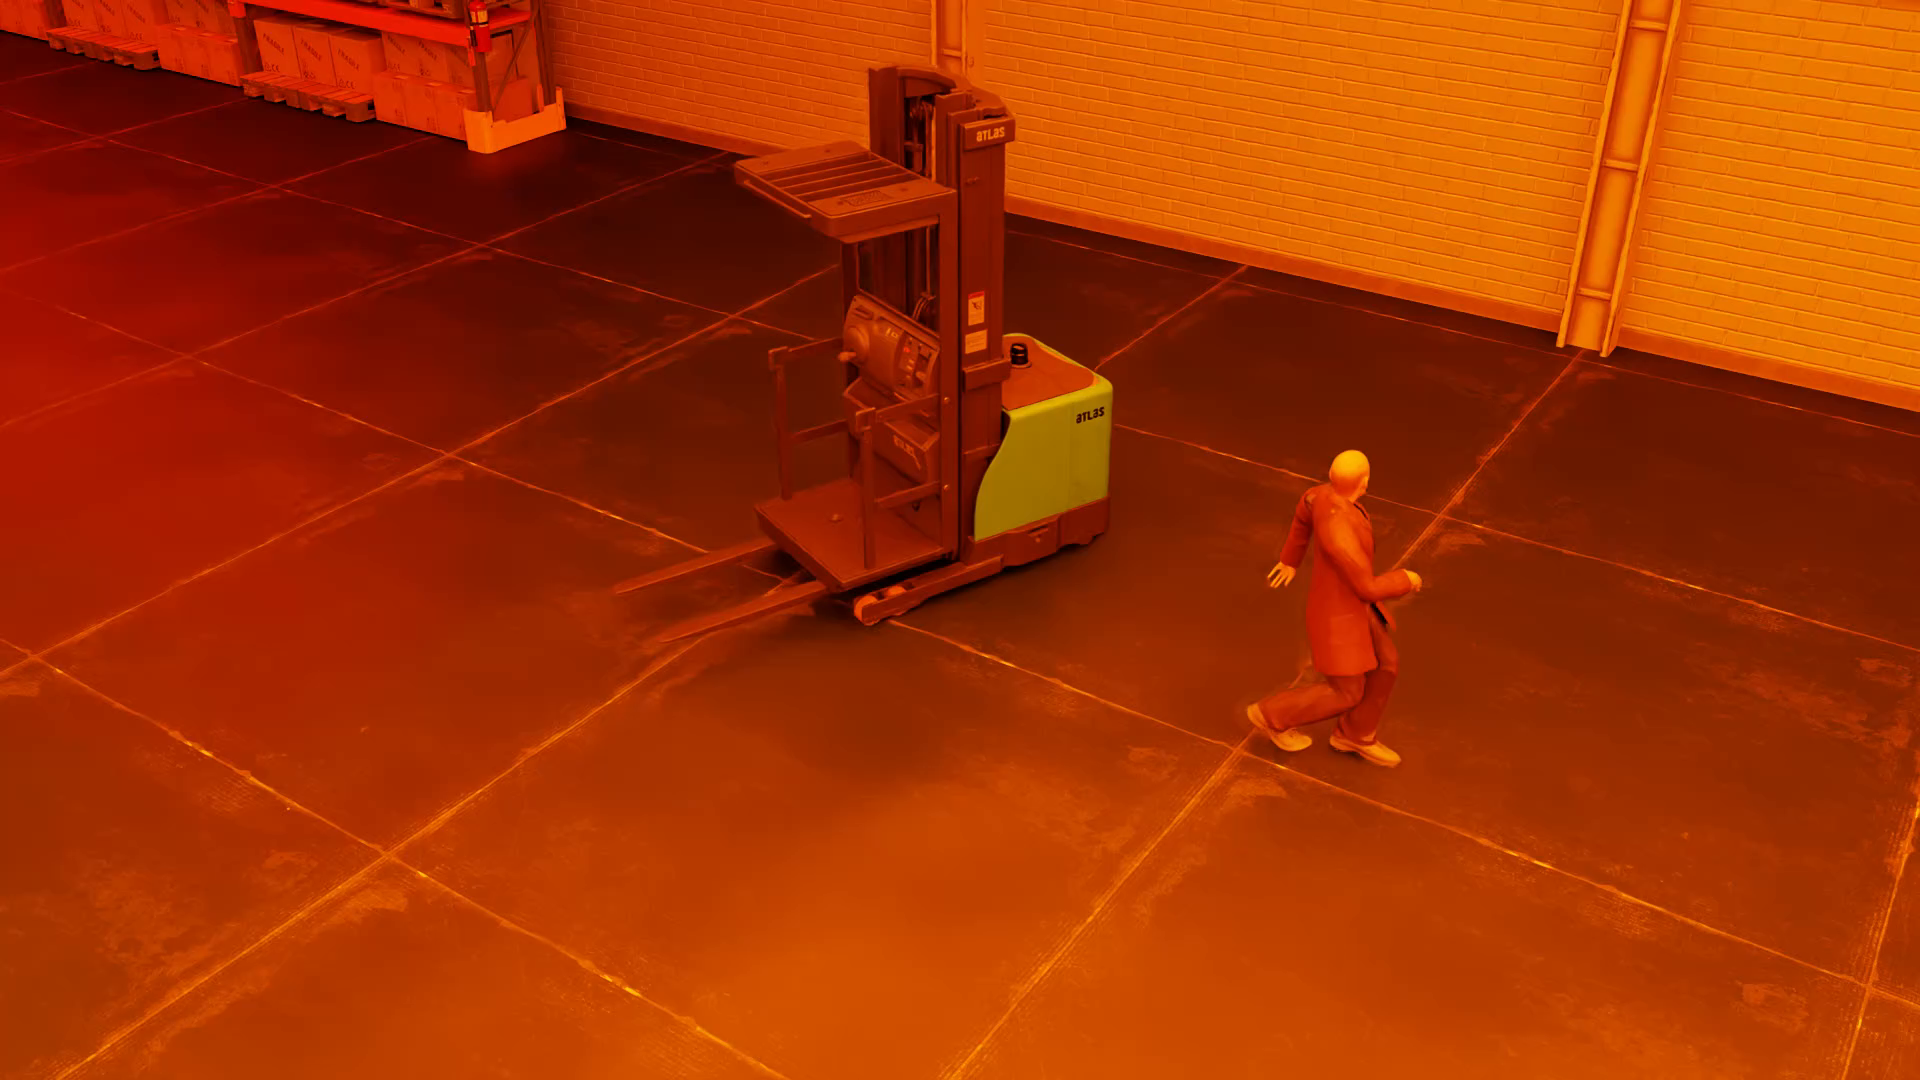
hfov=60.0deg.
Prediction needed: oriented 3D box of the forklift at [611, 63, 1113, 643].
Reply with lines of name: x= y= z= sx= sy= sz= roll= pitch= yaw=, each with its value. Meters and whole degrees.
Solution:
forklift: x=-0.569 y=-1.076 z=9.434 sx=3.031 sy=2.935 sz=1.130 roll=-19 pitch=35 yaw=-29

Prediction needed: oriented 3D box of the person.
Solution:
person: x=1.887 y=0.344 z=8.273 sx=0.823 sy=1.663 sz=0.668 roll=11 pitch=32 yaw=19
